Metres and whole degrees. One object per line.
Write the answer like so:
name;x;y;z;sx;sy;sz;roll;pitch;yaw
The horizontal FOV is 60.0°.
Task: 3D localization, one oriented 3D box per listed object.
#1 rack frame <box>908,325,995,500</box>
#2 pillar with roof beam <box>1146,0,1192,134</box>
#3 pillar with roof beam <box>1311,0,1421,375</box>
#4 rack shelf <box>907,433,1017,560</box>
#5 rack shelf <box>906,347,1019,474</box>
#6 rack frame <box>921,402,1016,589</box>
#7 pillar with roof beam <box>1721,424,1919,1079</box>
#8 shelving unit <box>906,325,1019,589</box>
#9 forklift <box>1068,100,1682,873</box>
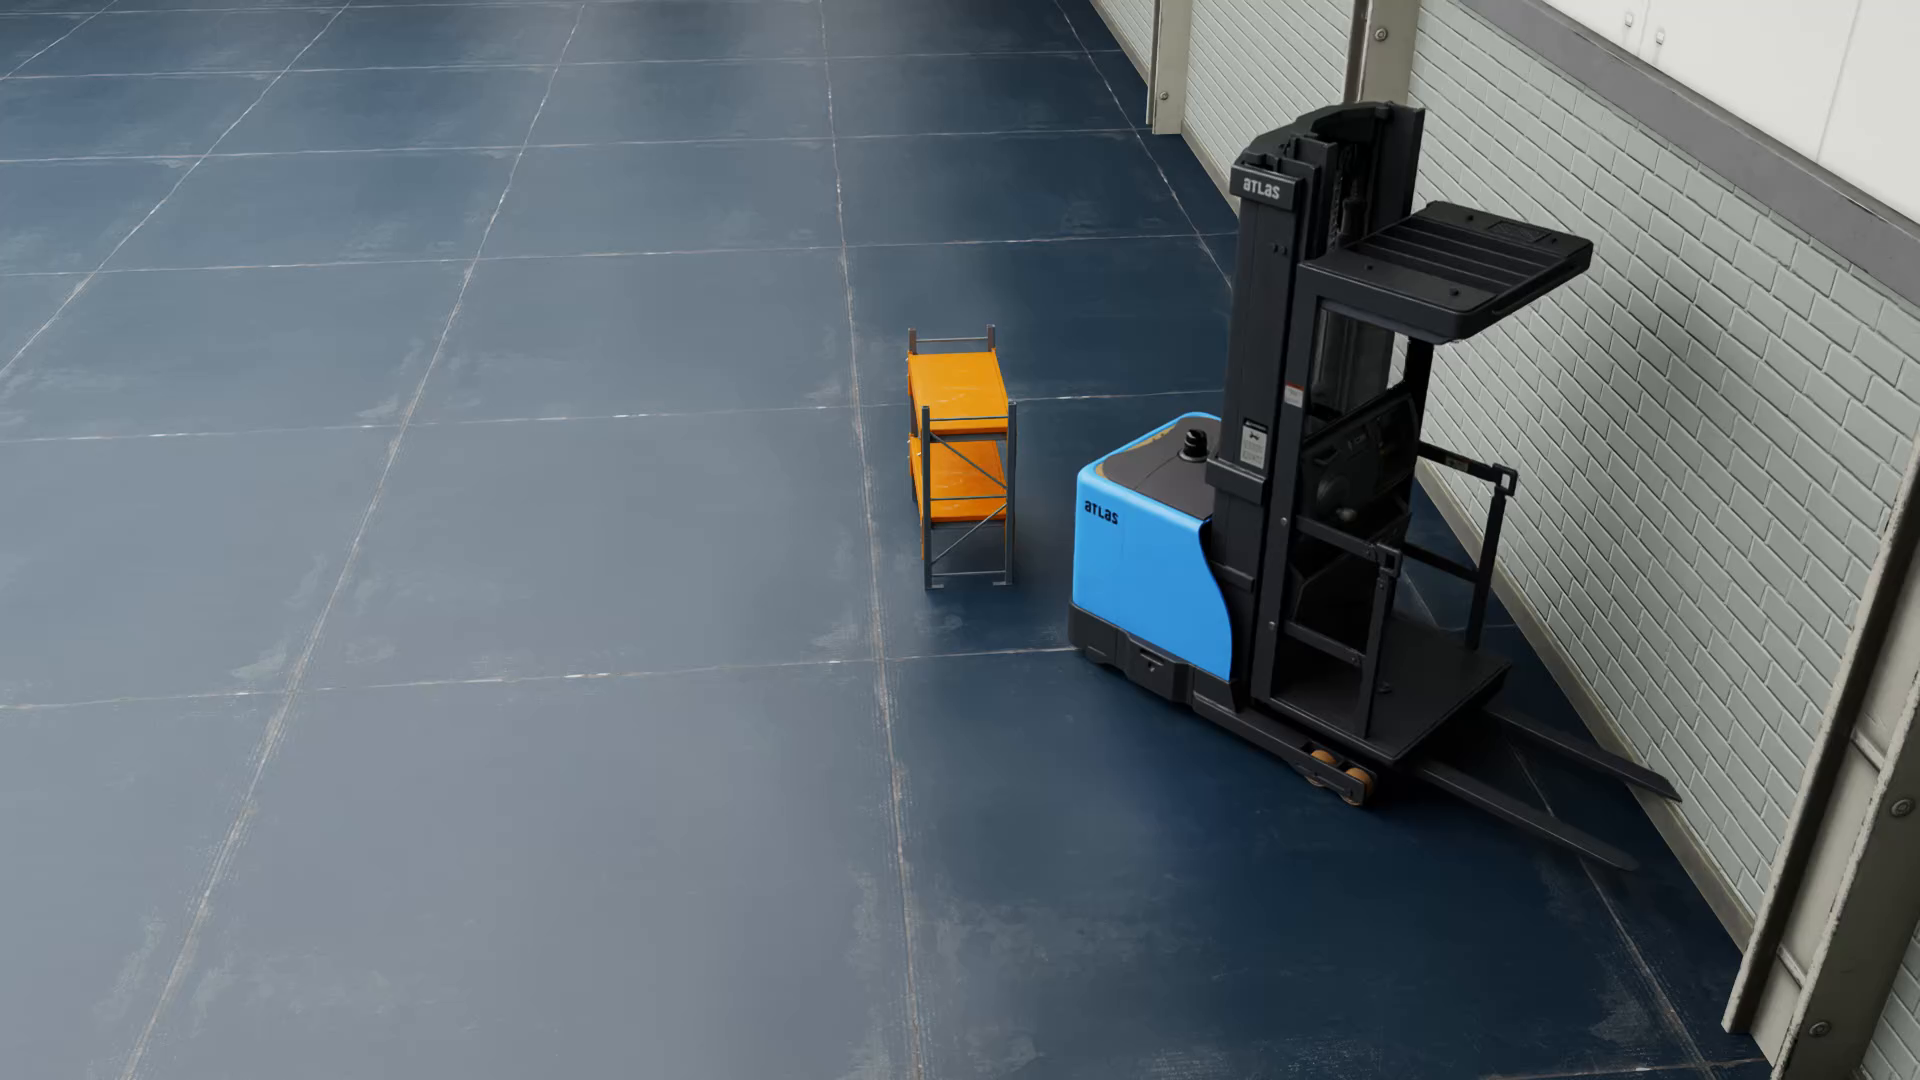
rack frame;-0.048;-0.746;9.902;0.500;1.125;0.032;-3;31;-5
pillar with roof beam;-2.234;-7.787;14.011;9.100;9.000;0.400;-3;31;-5
pillar with roof beam;-1.673;-4.723;8.882;9.100;9.000;0.400;-3;31;-5
rack shelf;-0.001;-0.276;9.593;0.538;0.278;1.000;-3;31;-5
rack shelf;-0.001;-0.738;9.317;0.538;0.278;1.000;-3;31;-5
rack frame;0.047;-0.227;9.033;0.500;1.125;0.032;-3;31;-5
pillar with roof beam;-1.113;-1.660;3.754;9.100;9.000;0.400;-3;31;-5
shelving unit;-0.001;-0.486;9.467;0.538;1.125;1.048;-3;31;-5
forklift;1.975;-0.335;7.453;3.031;2.935;1.130;26;40;37
